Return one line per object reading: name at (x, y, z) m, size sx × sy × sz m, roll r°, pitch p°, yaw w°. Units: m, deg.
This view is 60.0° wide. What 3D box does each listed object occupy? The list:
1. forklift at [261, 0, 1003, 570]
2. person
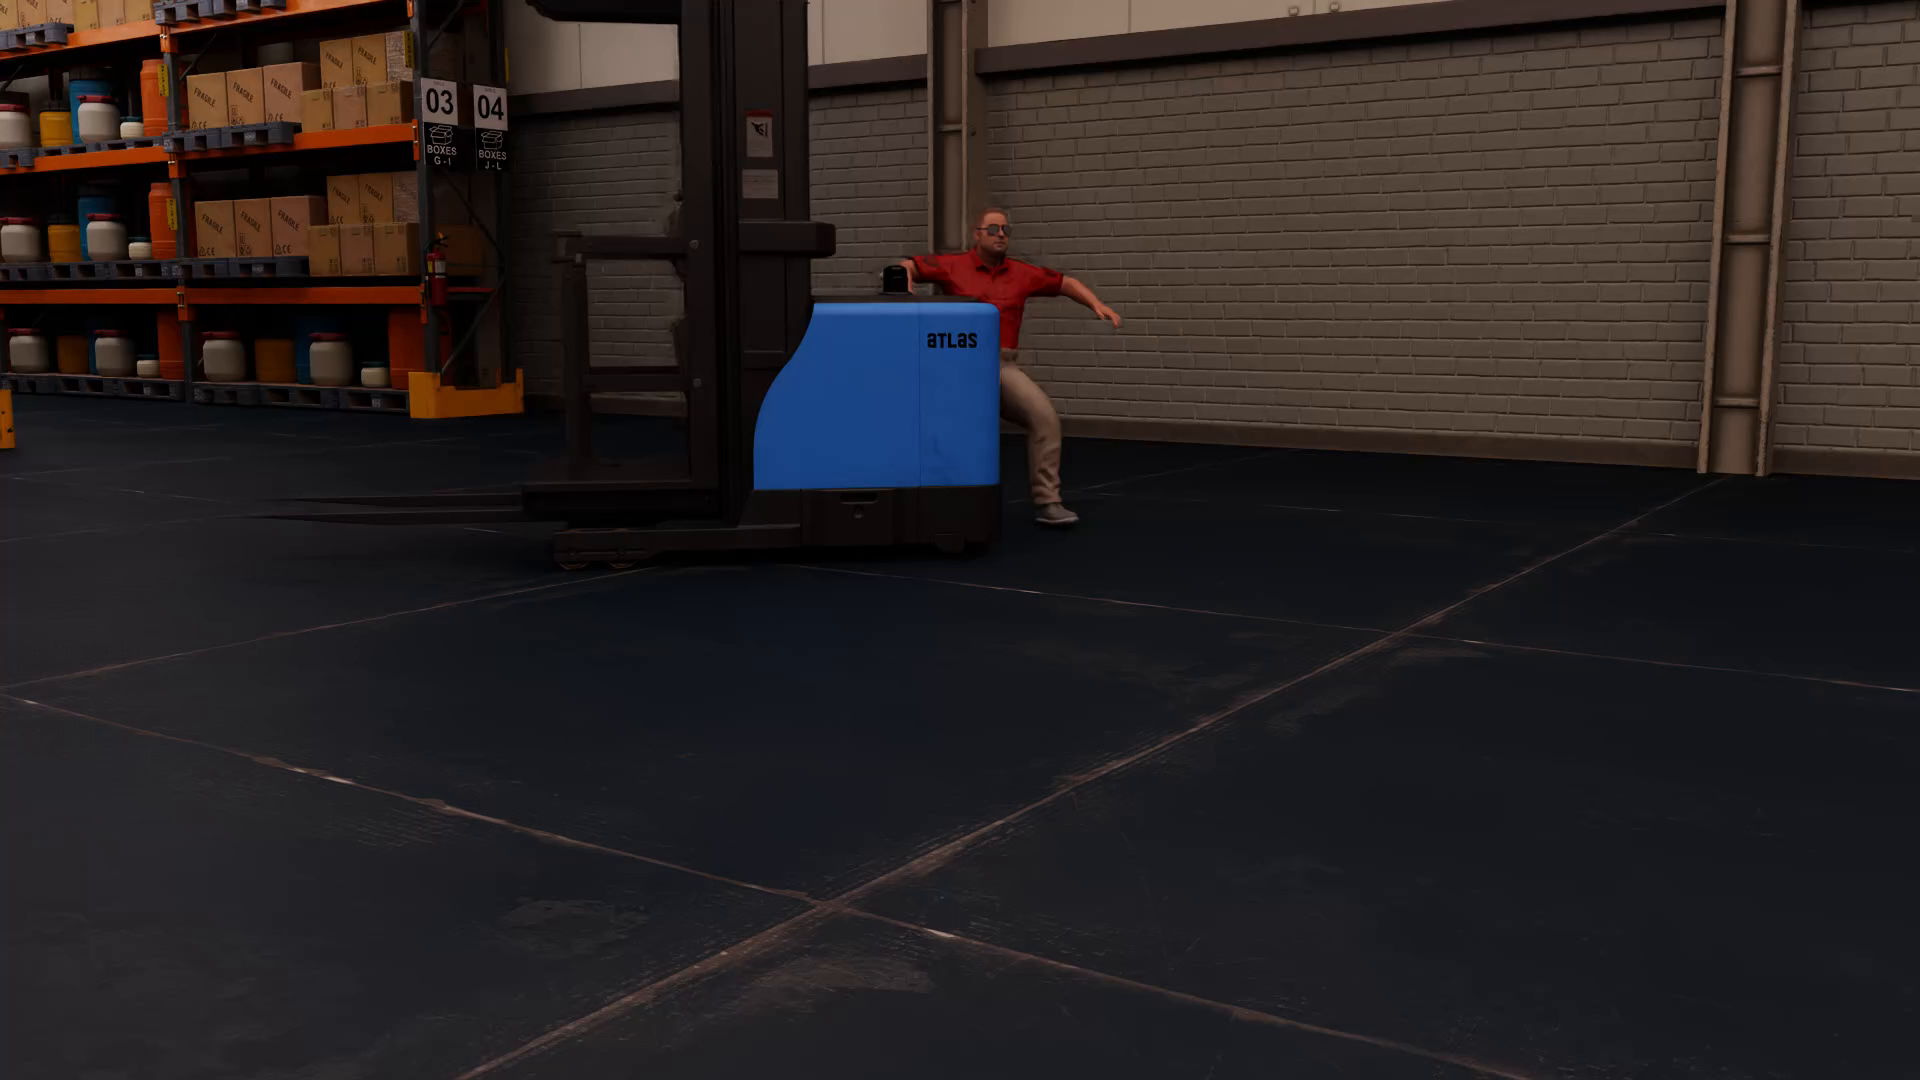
forklift at (-1.383, -1.409, 7.103) m, size 3.031 × 2.935 × 1.130 m, roll -1°, pitch 8°, yaw -10°
person at (0.228, -0.847, 8.097) m, size 1.122 × 1.529 × 0.812 m, roll -3°, pitch 9°, yaw -23°
